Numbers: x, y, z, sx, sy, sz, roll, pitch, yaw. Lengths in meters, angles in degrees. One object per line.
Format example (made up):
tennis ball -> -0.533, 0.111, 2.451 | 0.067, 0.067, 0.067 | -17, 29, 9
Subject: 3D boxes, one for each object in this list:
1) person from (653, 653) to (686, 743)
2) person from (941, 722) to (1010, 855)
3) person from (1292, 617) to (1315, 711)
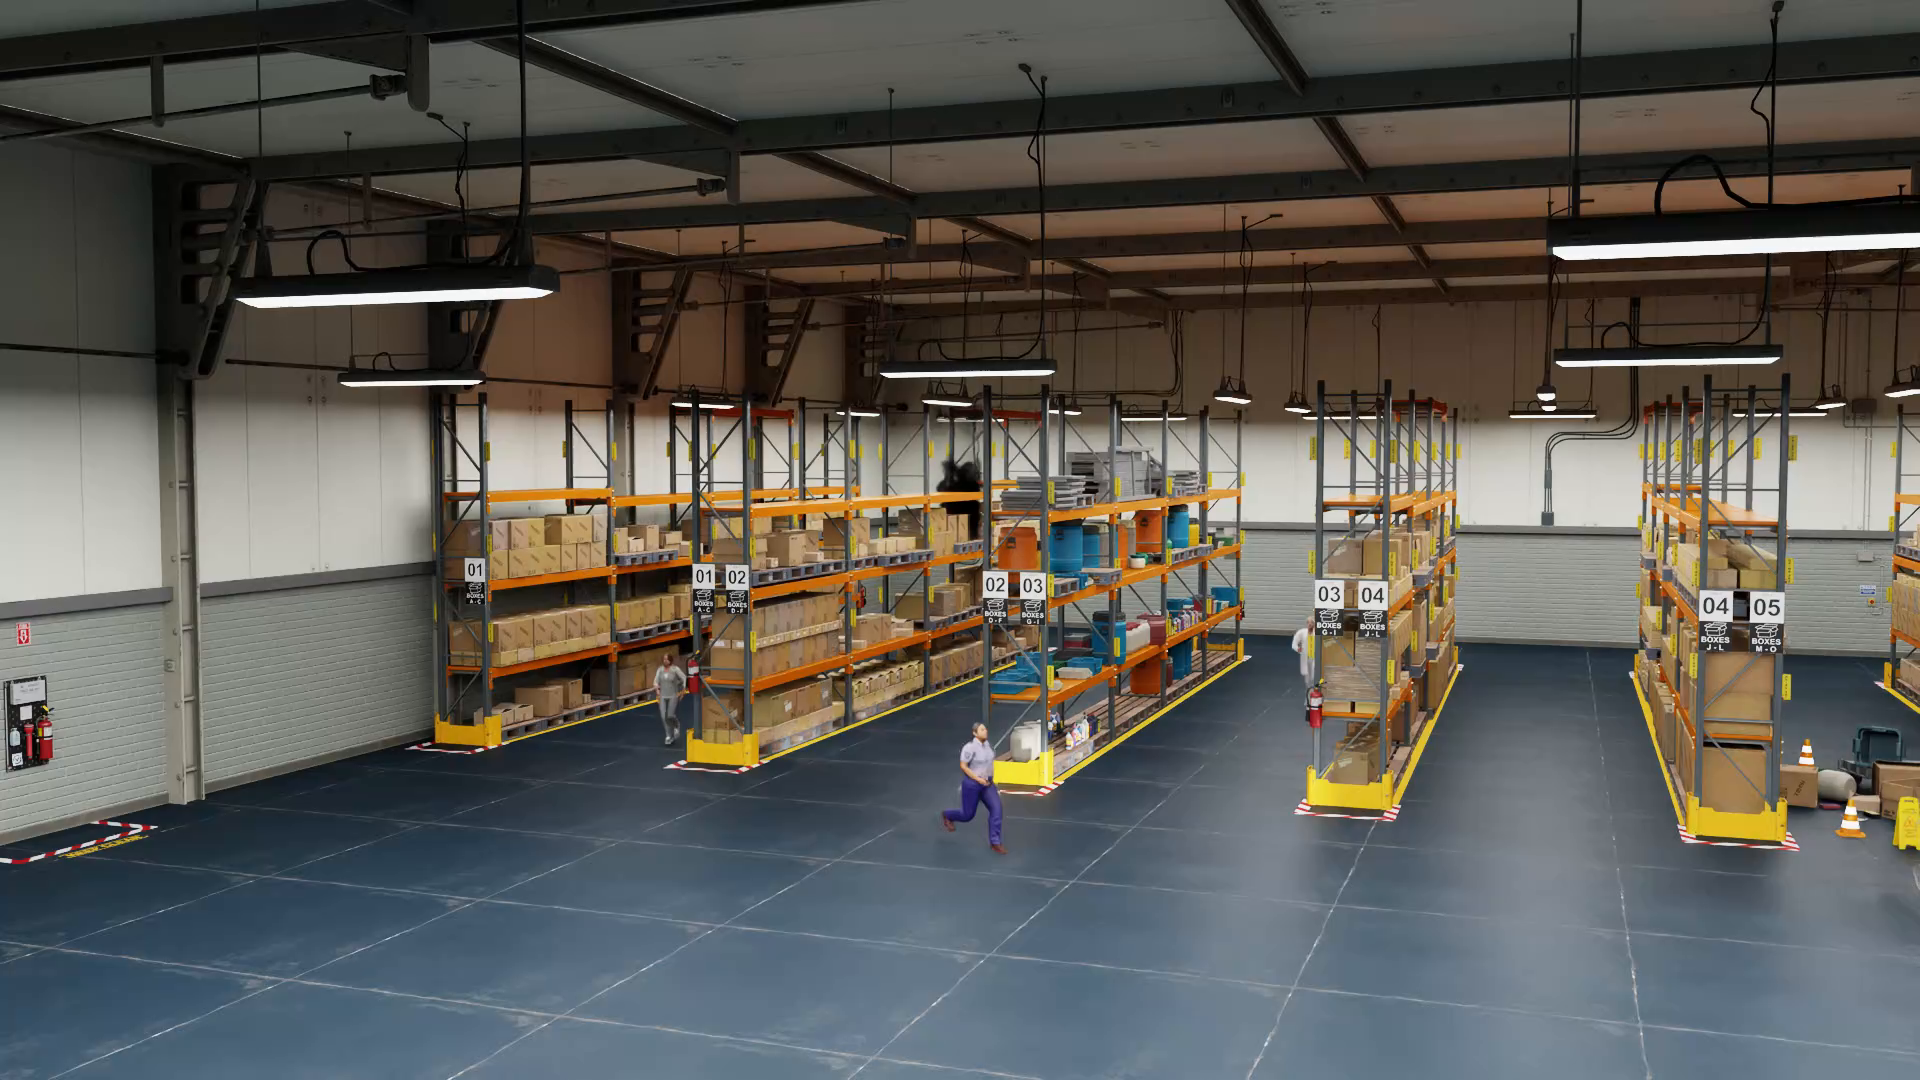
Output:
person -> -4.983, 2.711, 28.466 | 0.573, 1.565, 0.553 | 0, 3, 7
person -> 0.202, 3.110, 20.920 | 1.008, 1.633, 0.584 | 3, 4, 45
person -> 6.852, 2.412, 32.459 | 0.724, 1.822, 1.010 | 1, 3, 20
